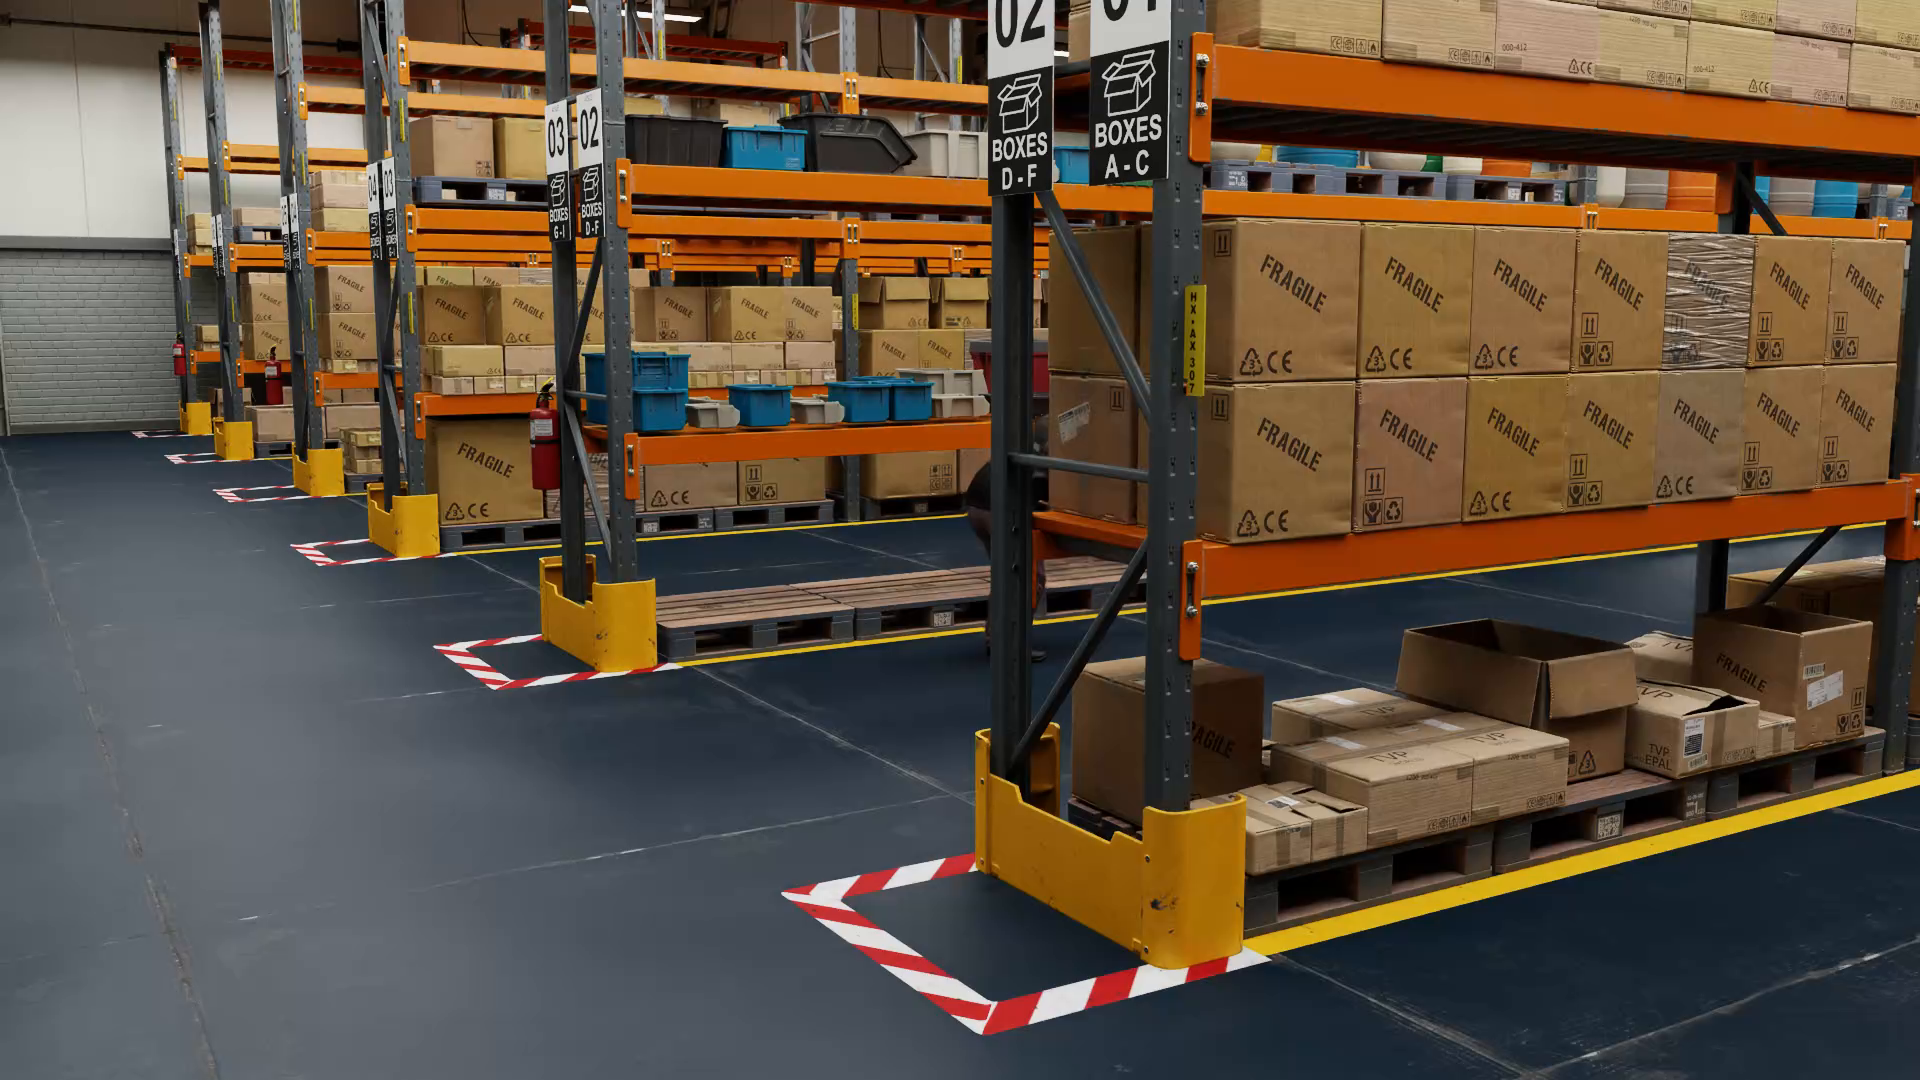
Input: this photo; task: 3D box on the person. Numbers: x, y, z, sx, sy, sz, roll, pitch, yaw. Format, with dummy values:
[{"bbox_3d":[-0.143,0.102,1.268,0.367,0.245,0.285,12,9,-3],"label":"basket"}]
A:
[{"bbox_3d":[0.397,-0.079,9.665,0.750,1.530,0.471,-5,10,-32],"label":"person"}]
